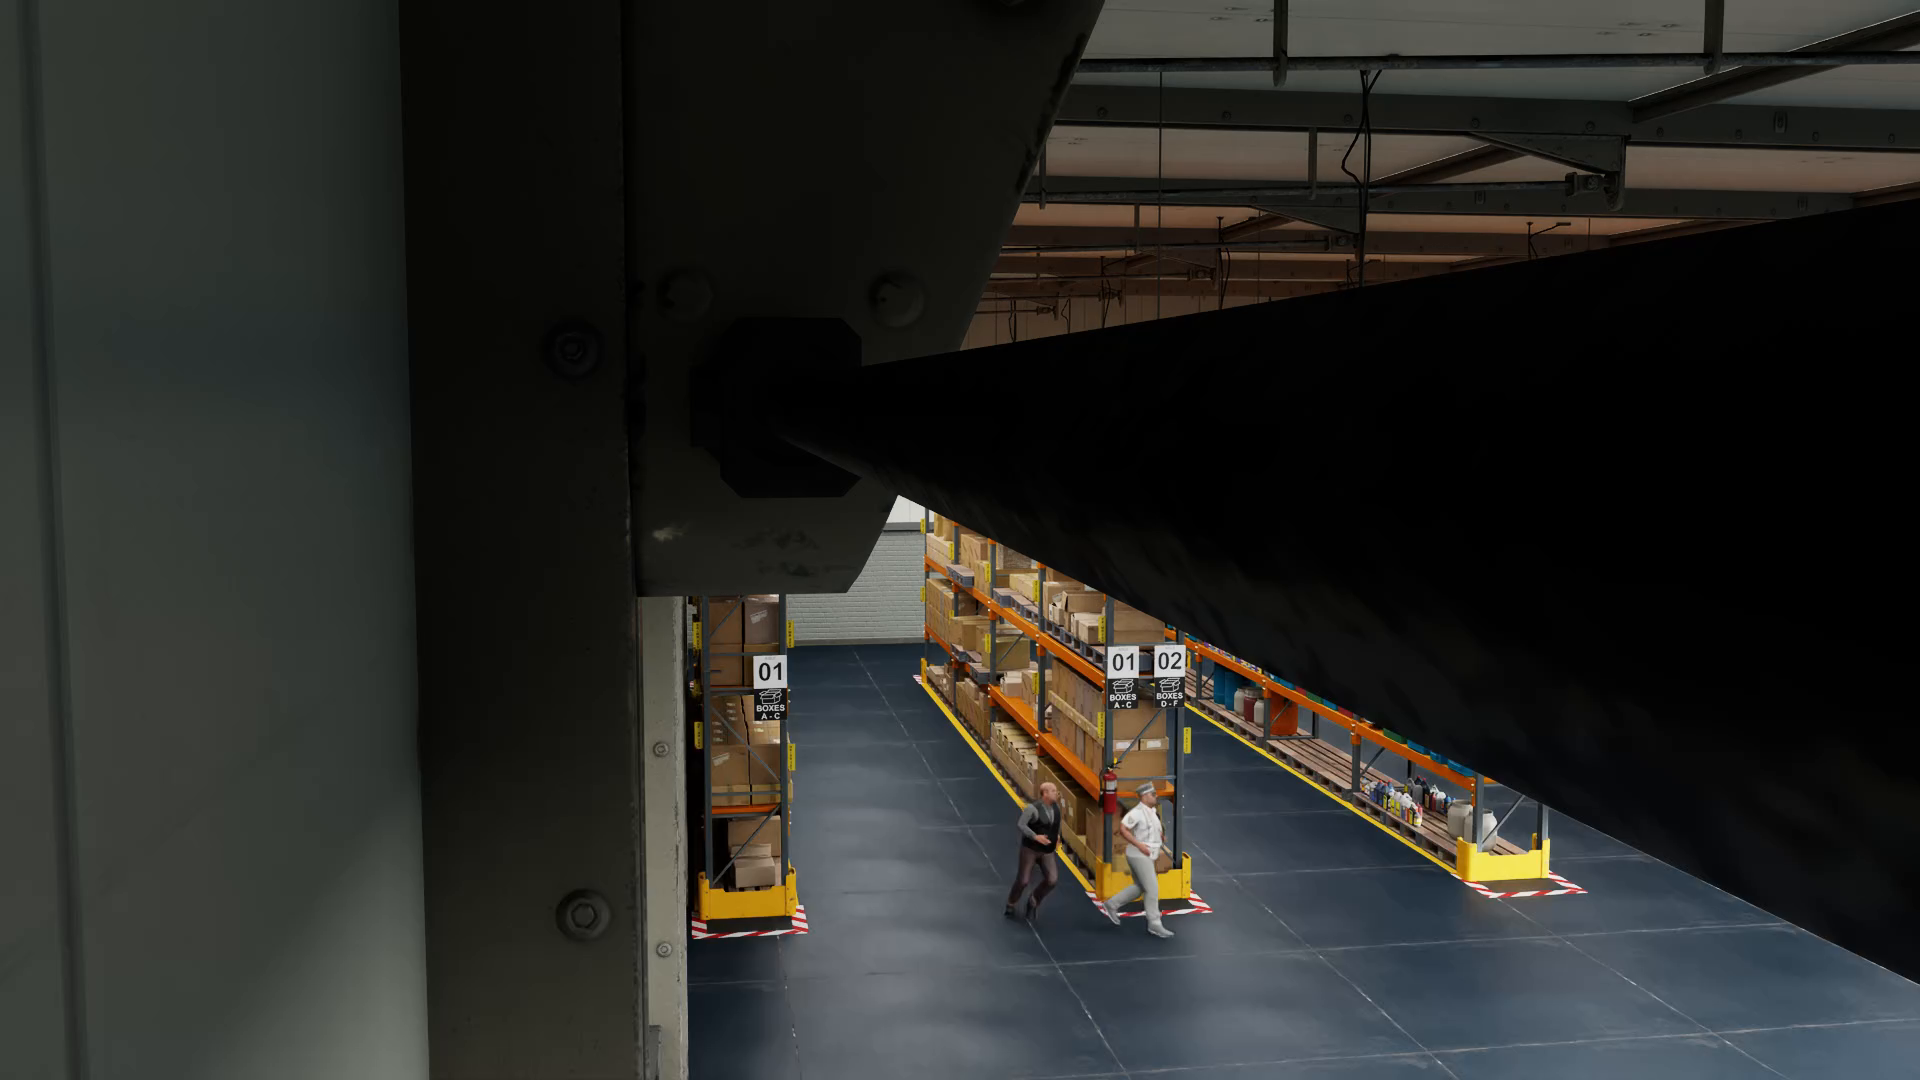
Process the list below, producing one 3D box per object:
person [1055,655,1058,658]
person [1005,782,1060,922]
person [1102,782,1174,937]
[{"bbox_3d":[2.147,2.459,34.164,0.657,1.768,0.775,-2,5,-21],"label":"person"},{"bbox_3d":[0.973,3.756,20.116,0.797,1.664,0.690,-3,6,-29],"label":"person"},{"bbox_3d":[2.144,3.737,19.697,0.907,1.783,0.678,2,5,21],"label":"person"}]
